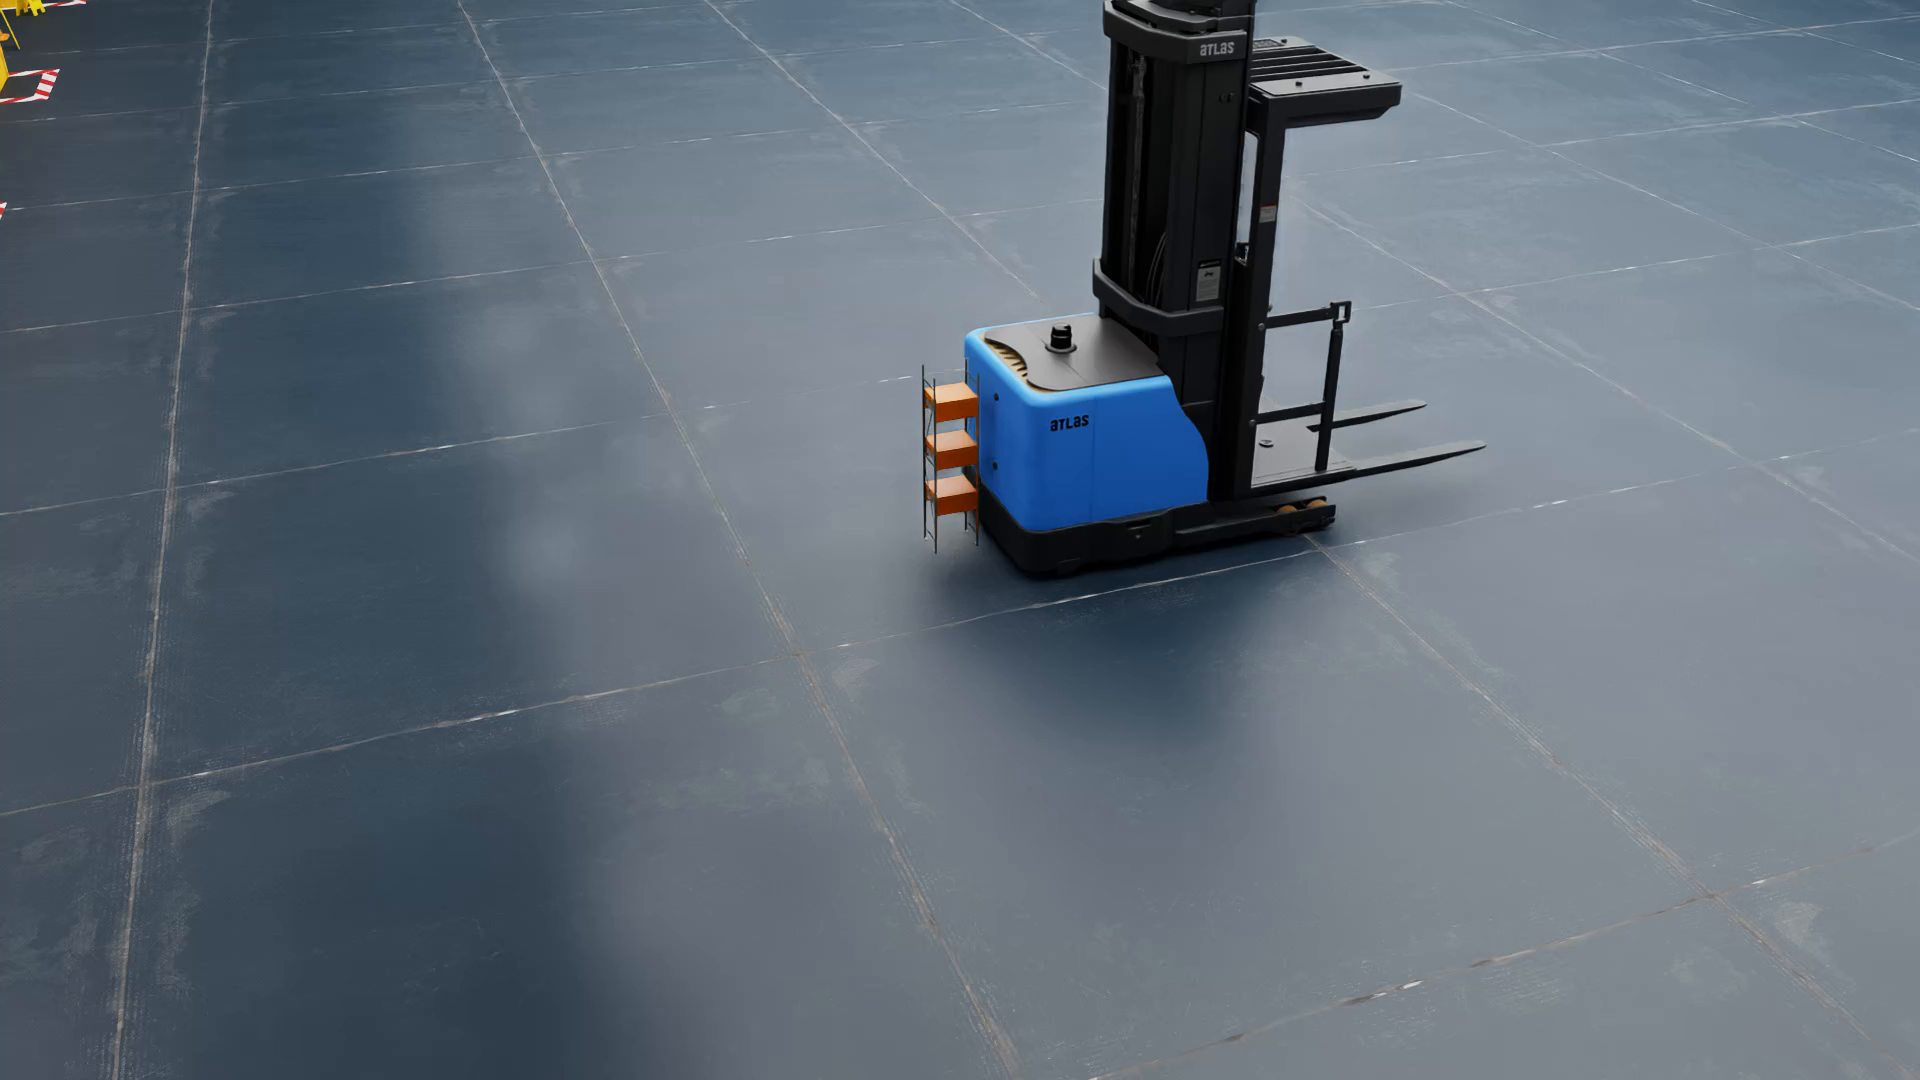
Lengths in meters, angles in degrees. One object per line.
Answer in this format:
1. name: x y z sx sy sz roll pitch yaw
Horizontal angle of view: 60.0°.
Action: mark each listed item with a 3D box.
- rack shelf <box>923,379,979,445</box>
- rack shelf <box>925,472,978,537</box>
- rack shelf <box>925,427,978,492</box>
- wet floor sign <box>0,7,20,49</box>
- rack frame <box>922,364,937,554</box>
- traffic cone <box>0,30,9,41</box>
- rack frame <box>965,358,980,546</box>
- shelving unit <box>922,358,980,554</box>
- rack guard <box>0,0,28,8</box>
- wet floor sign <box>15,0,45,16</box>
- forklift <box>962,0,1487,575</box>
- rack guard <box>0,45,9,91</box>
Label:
1. rack shelf: -0.050 -0.684 8.871 0.240 0.259 0.215 -10 31 -18
2. rack shelf: -0.050 -0.196 9.149 0.240 0.259 0.215 -10 31 -18
3. rack shelf: -0.050 -0.438 9.012 0.240 0.259 0.215 -10 31 -18
4. wet floor sign: -11.060 -5.997 19.158 0.232 0.644 0.267 -16 33 -26
5. rack frame: -0.164 -0.426 8.970 0.008 1.050 0.200 -10 31 -18
6. traffic cone: -11.465 -6.145 19.600 0.334 0.463 0.336 -10 31 -18
7. rack frame: 0.064 -0.468 9.043 0.008 1.050 0.200 -10 31 -18
8. shelving unit: -0.050 -0.447 9.006 0.252 1.050 0.215 -10 31 -18
9. rack guard: -12.289 -7.277 21.550 0.348 0.500 1.175 -10 31 -18
10. wet floor sign: -11.666 -6.889 20.723 0.232 0.644 0.267 0 30 0
11. forklift: 1.581 -1.531 9.009 3.031 2.935 1.130 -11 31 -18
12. rack guard: -10.374 -5.015 17.580 0.348 0.500 1.175 -10 31 -18
